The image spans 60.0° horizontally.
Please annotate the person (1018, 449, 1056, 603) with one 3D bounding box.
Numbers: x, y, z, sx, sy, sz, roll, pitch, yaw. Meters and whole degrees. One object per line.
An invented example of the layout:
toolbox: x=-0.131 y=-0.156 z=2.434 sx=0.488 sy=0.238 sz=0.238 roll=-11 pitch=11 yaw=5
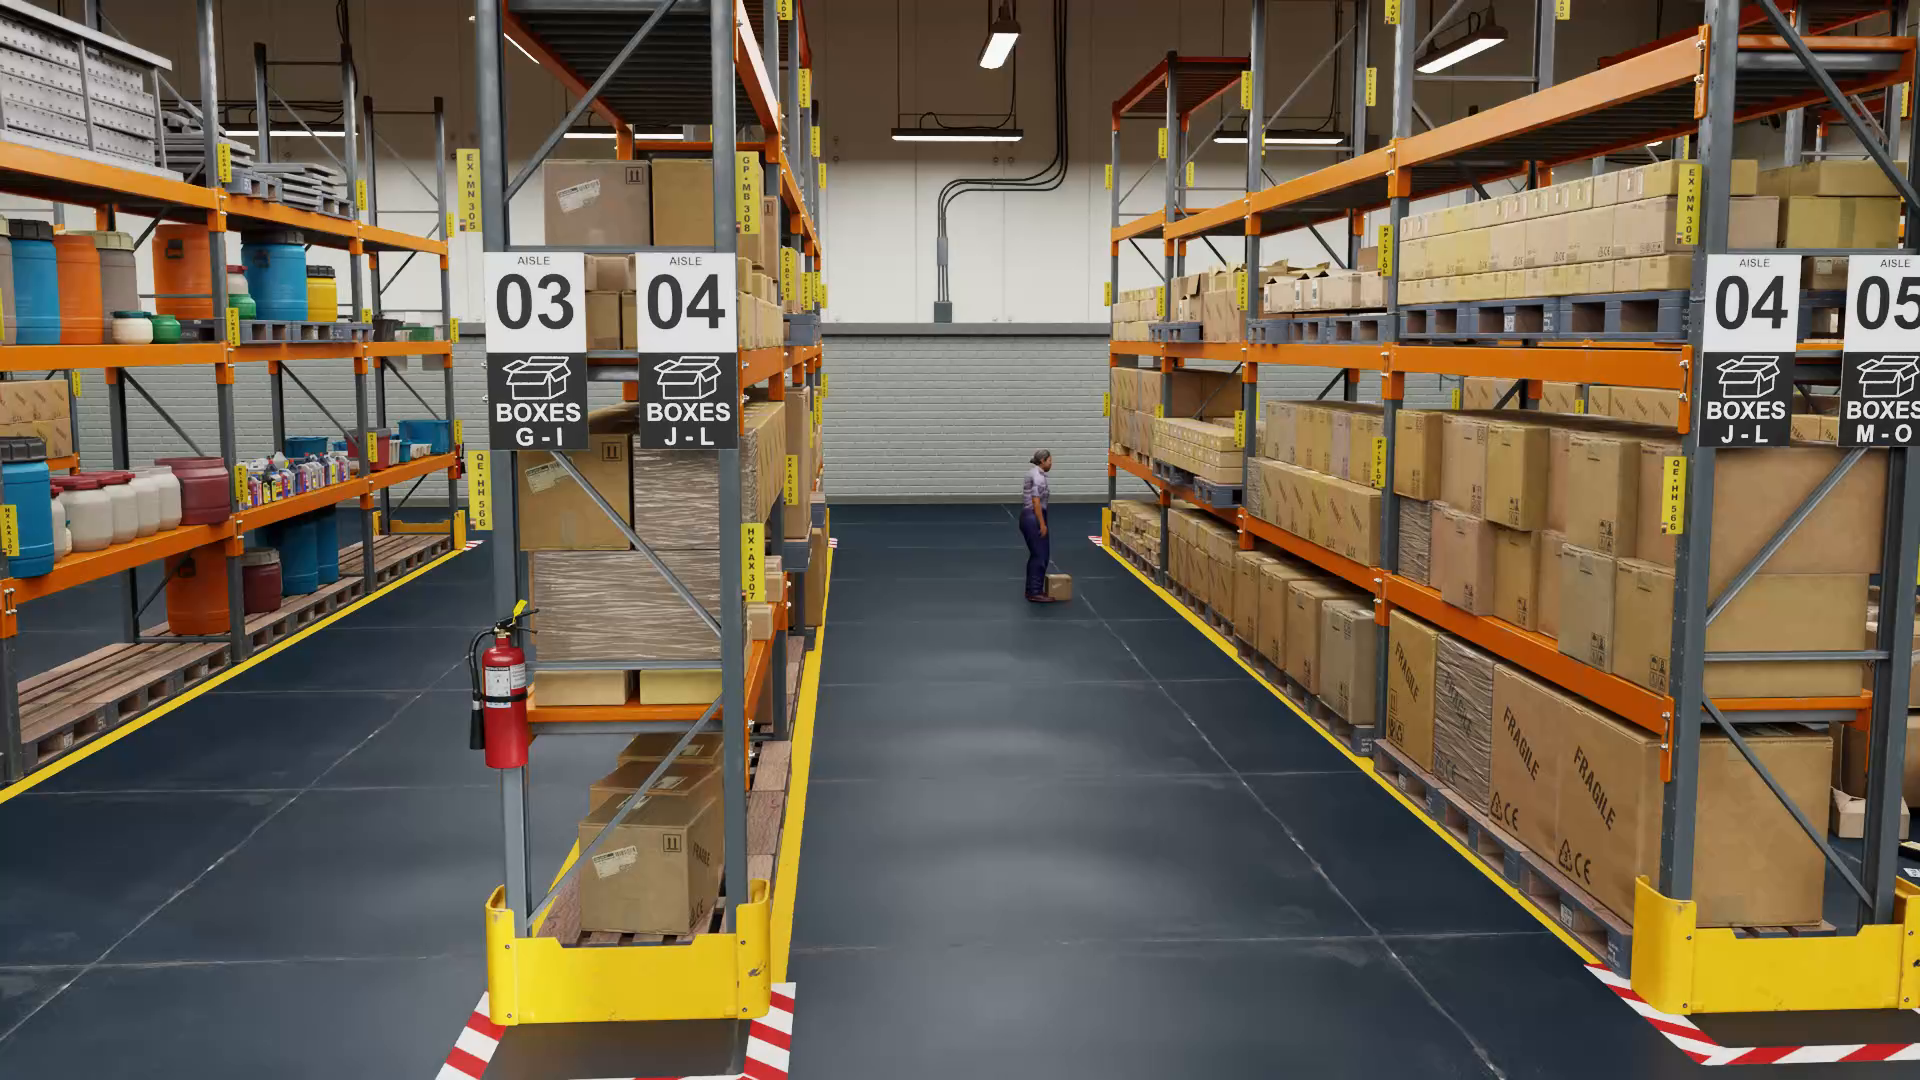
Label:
person: x=0.858 y=-0.170 z=18.181 sx=0.341 sy=1.650 sz=0.555 roll=-1 pitch=7 yaw=-7
